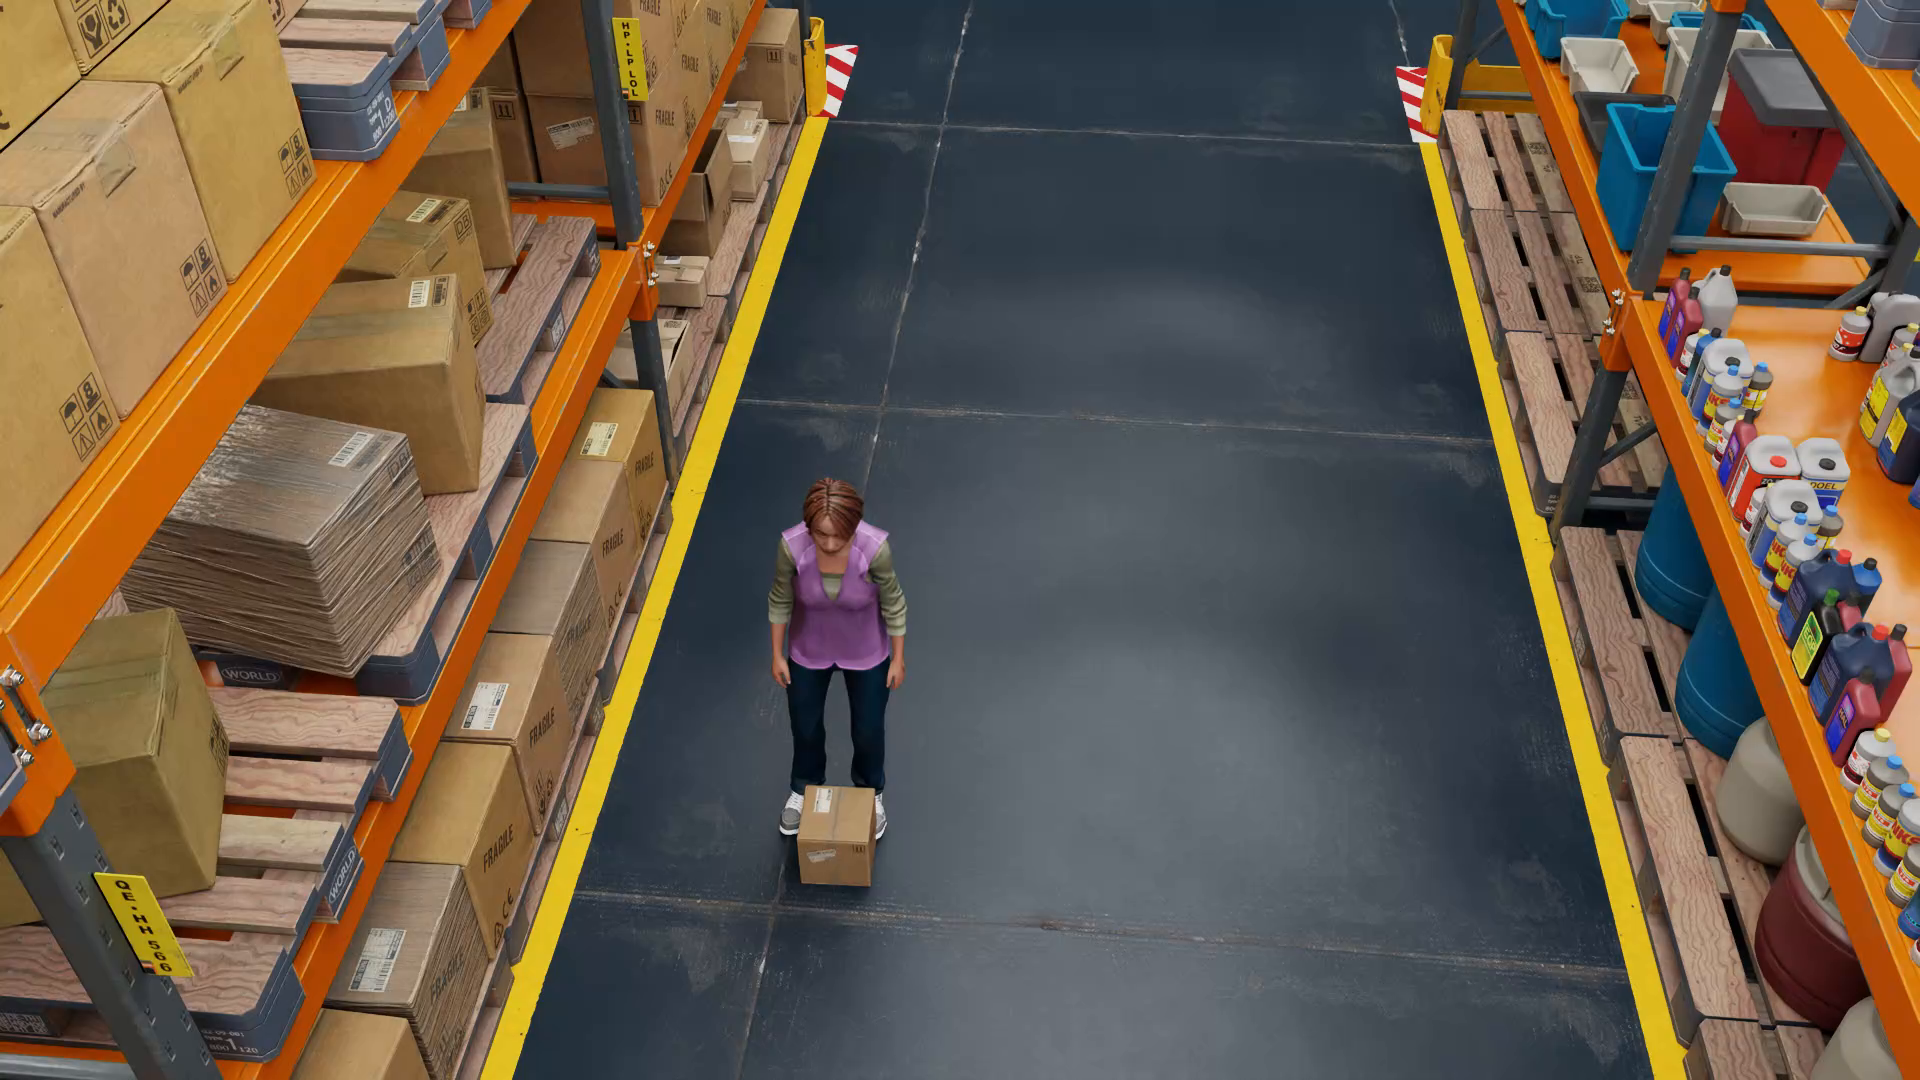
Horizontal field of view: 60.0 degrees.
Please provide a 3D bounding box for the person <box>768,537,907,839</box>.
[{"bbox_3d":[-0.421,0.493,5.775,0.484,1.352,0.322,1,41,2],"label":"person"}]
